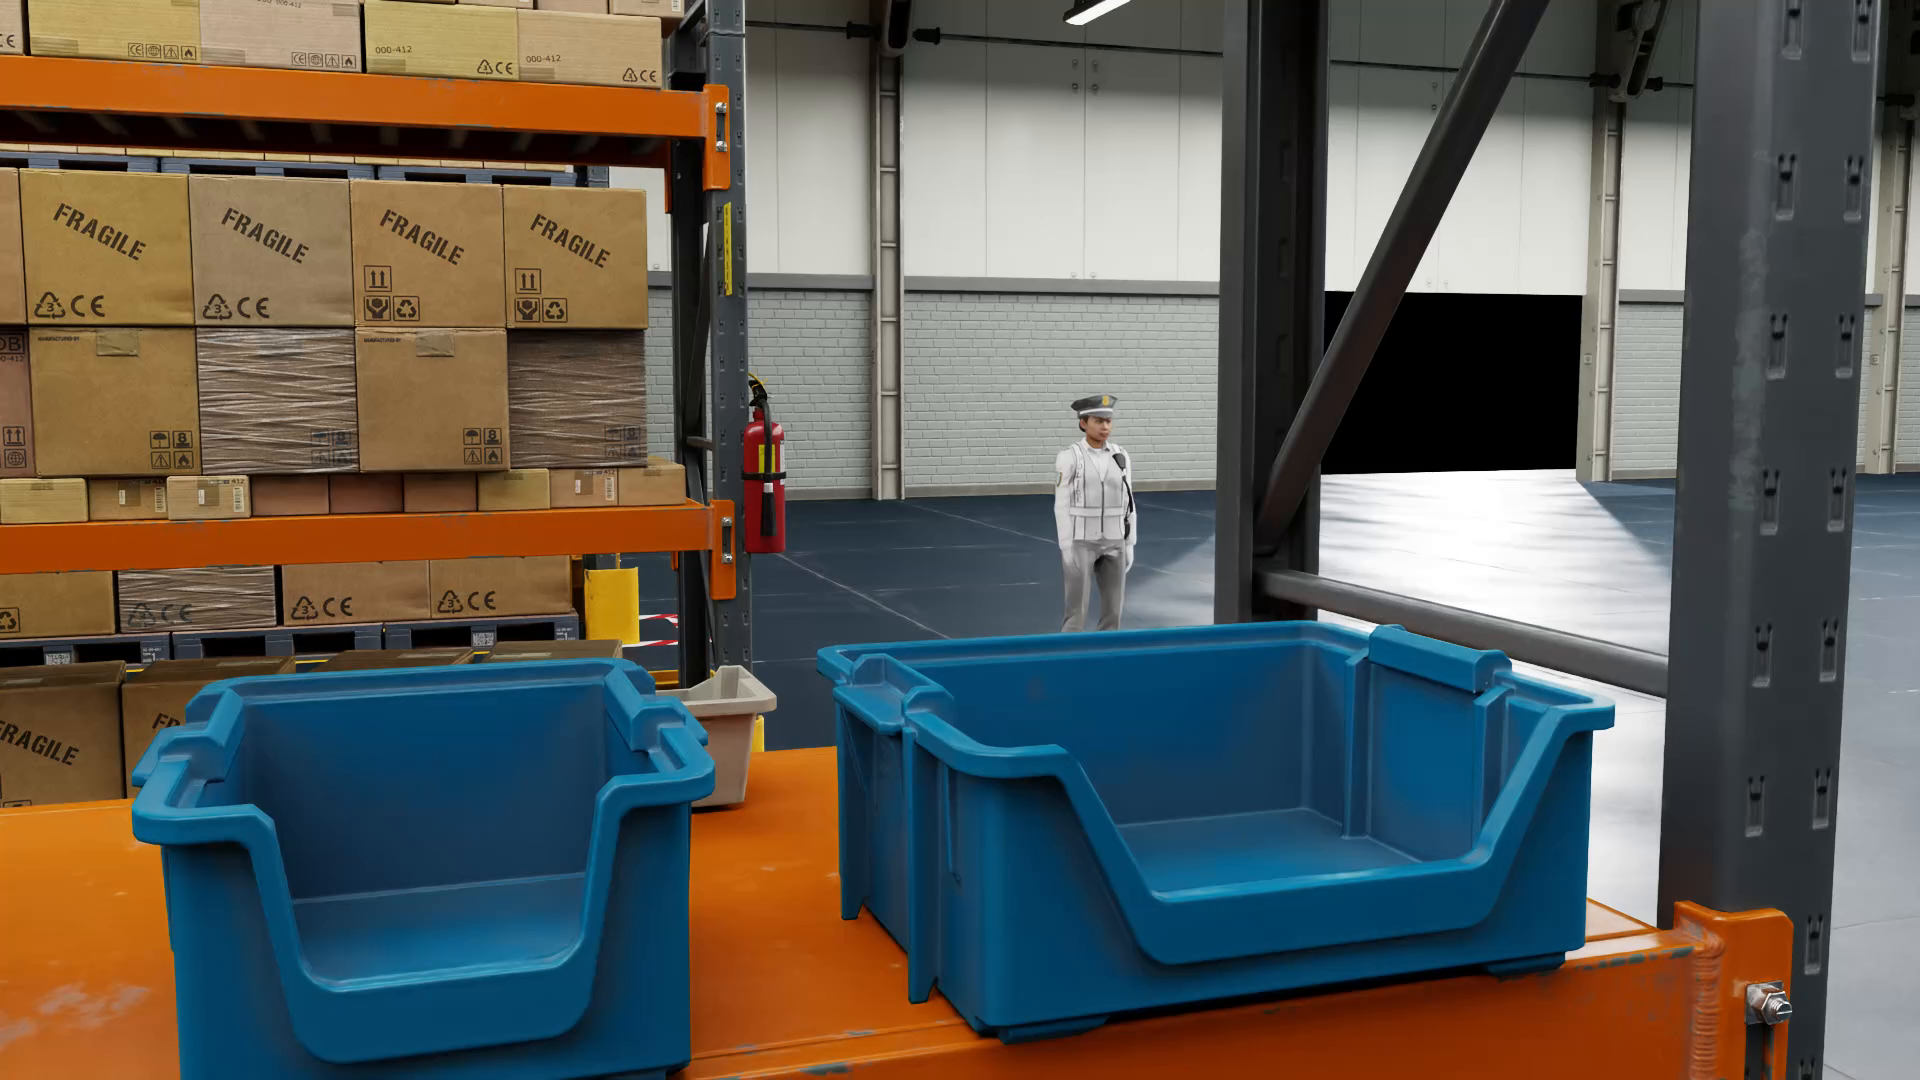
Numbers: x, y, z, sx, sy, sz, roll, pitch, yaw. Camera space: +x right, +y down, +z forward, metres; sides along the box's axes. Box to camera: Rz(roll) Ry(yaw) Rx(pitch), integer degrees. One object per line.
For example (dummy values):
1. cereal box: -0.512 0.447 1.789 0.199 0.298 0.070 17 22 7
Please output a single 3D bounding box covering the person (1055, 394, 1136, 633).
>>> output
1. person: 0.754 0.041 9.162 0.467 1.687 0.339 -2 6 -17
